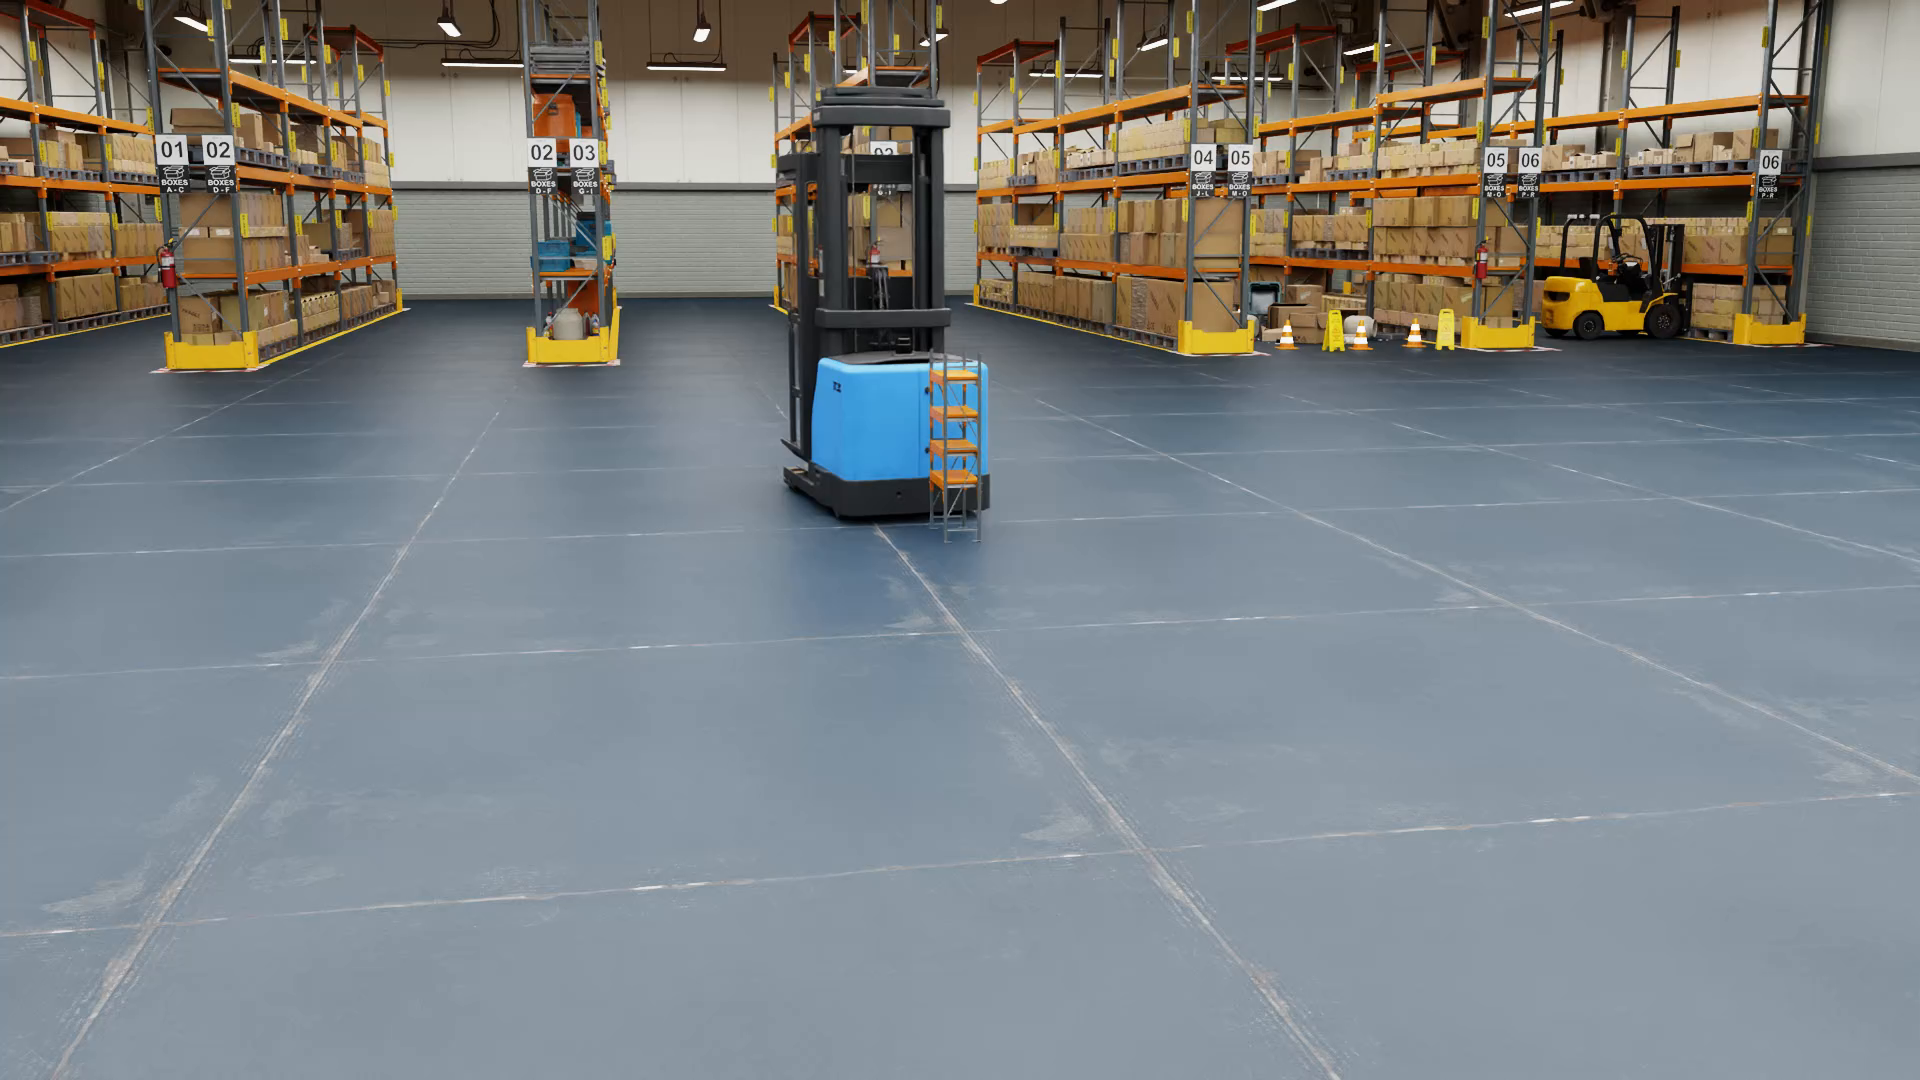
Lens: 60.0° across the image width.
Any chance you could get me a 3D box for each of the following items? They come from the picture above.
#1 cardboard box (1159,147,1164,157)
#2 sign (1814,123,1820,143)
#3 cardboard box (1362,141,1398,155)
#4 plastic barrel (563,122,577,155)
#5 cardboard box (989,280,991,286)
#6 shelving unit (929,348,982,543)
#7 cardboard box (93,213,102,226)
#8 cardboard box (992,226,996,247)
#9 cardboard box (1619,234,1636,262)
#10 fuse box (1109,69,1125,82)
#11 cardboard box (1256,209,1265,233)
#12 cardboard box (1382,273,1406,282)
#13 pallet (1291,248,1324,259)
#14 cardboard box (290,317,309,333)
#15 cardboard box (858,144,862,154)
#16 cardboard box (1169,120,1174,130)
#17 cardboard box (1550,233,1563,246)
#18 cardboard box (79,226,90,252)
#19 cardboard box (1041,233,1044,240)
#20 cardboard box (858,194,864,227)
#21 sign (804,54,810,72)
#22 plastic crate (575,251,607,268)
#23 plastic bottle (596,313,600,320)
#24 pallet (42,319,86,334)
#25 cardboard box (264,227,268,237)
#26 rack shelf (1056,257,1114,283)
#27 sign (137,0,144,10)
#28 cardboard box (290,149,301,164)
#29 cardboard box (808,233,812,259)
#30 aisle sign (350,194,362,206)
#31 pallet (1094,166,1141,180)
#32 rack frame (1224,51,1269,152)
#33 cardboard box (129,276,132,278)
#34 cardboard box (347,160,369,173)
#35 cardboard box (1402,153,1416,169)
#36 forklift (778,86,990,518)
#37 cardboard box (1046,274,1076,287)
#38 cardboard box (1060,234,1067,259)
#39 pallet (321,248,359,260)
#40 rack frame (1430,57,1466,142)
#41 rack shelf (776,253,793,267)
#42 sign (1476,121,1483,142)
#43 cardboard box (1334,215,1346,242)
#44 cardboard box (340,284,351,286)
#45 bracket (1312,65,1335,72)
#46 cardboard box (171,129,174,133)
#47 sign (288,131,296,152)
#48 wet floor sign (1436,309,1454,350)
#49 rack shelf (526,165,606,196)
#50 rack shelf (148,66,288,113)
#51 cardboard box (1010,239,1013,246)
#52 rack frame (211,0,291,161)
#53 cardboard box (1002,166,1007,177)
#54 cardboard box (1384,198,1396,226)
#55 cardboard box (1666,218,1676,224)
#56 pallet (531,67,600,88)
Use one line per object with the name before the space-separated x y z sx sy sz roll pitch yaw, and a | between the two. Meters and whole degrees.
cardboard box | 3.438 -6.284 26.950 0.380 0.149 0.250 -2 11 -12
sign | 14.283 -6.784 27.745 0.100 0.325 0.005 -2 11 -11
cardboard box | 7.854 -7.329 31.098 0.500 0.250 0.500 -2 11 -10
plastic barrel | -6.056 -6.078 24.959 0.600 0.588 0.600 0 11 0
cardboard box | 0.915 -6.228 40.306 0.380 0.149 0.250 -3 11 -14
shelving unit | -0.032 -0.620 10.744 0.258 1.200 0.503 -2 11 -11
cardboard box | -17.330 -6.345 32.888 0.500 0.250 0.500 -2 11 -10
cardboard box | 1.055 -7.200 39.439 0.500 0.500 0.500 -2 11 -12
cardboard box | 12.790 -5.515 31.382 0.500 0.500 0.500 -2 11 -13
fuse box | 4.395 -13.114 46.975 0.513 0.334 0.176 -2 11 -11
cardboard box | 6.758 -6.920 36.089 0.500 0.500 0.500 -2 11 -11
cardboard box | 7.907 -4.775 30.252 0.380 0.149 0.250 -2 11 -10
pallet | 7.556 -5.888 34.123 1.213 0.211 1.003 -2 11 -11
cardboard box | -11.183 -3.594 27.788 0.500 0.250 0.500 -2 11 -12
cardboard box | -1.380 -6.060 25.826 0.380 0.149 0.250 -2 11 -11
cardboard box | 3.538 -6.583 26.387 0.380 0.149 0.250 -2 11 -10
cardboard box | 12.333 -6.091 33.738 0.500 0.250 0.500 -2 11 -10
cardboard box | -17.124 -5.794 32.002 0.500 0.500 0.500 -2 11 -9
cardboard box | 1.881 -6.263 34.330 0.380 0.149 0.250 -2 11 -9
cardboard box | -1.304 -5.151 26.002 0.500 0.500 0.500 -2 11 -11
sign | -2.951 -9.212 32.105 0.100 0.325 0.005 -2 11 -11
plastic crate | -6.006 -4.569 27.076 0.499 0.251 0.616 -2 11 -11
plastic bottle | -6.080 -3.642 27.718 0.144 0.351 0.185 -2 11 -13
pallet | -17.063 -3.986 31.073 1.003 0.211 1.213 -2 11 -11
cardboard box | -10.784 -4.700 25.364 0.380 0.149 0.250 -2 11 -9
rack shelf | 2.867 -5.190 31.868 1.077 0.370 4.000 -2 11 -11
sign | -11.104 -7.350 22.534 0.100 0.325 0.005 -2 11 -11
cardboard box | -11.659 -6.615 28.683 0.500 0.250 0.500 -3 11 -16
cardboard box | -2.838 -5.971 33.778 0.500 0.500 0.500 -2 11 -12
aisle sign | -13.983 -8.135 38.464 0.394 0.787 0.004 -2 11 -11
pallet | 3.029 -6.723 30.485 0.805 0.209 1.217 -3 11 -13
rack frame | 6.535 -9.790 38.065 1.000 3.000 0.127 -2 11 -11
cardboard box | -18.328 -5.678 36.334 0.380 0.149 0.250 -2 11 -10
cardboard box | -12.754 -7.866 35.046 0.500 0.250 0.500 -2 11 -11
cardboard box | 8.102 -6.644 29.166 0.500 0.250 0.500 -2 11 -10
forklift | -0.724 -1.821 12.426 1.130 2.935 3.031 -3 11 -17
cardboard box | 2.087 -5.373 34.461 0.500 0.250 0.500 -2 11 -12
cardboard box | 2.300 -5.868 33.234 0.500 0.500 0.500 -2 11 -10
pallet | -12.508 -5.651 32.880 1.003 0.211 1.213 -2 11 -11
rack frame | 11.400 -9.971 39.016 0.949 2.616 0.053 -2 11 -11
rack shelf | -3.574 -6.496 38.727 1.077 0.370 4.000 -2 11 -11
sign | 8.321 -6.534 26.612 0.100 0.325 0.005 -2 11 -11
cardboard box | 7.584 -6.039 32.218 0.500 0.500 0.500 -2 11 -9
cardboard box | -13.292 -5.205 35.530 0.500 0.500 0.500 -2 11 -11
bracket | 10.013 -13.576 48.329 0.076 0.066 5.218 -2 11 -11
cardboard box | -11.052 -5.798 24.020 0.500 0.250 0.500 -2 11 -11
sign | -10.803 -6.442 26.905 0.100 0.325 0.005 -2 11 -11
wet floor sign | 7.857 -3.412 26.895 0.267 0.644 0.232 2 11 9
rack shelf | -6.099 -5.588 25.937 1.077 0.370 4.000 -2 11 -11
rack shelf | -10.958 -6.686 24.751 1.077 0.370 4.000 -2 11 -11
cardboard box | 1.325 -6.638 37.099 0.380 0.149 0.250 -3 11 -14
rack frame | -11.347 -7.603 26.573 1.000 3.000 0.127 -2 11 -11
cardboard box | 1.271 -8.461 38.169 0.500 0.250 0.500 -3 11 -13
cardboard box | 8.042 -5.879 29.824 0.700 0.500 0.500 -2 11 -11
cardboard box | 13.059 -5.768 30.181 0.380 0.149 0.250 -2 11 -11
pallet | -6.059 -7.118 25.604 1.003 0.211 1.213 -2 11 -11
